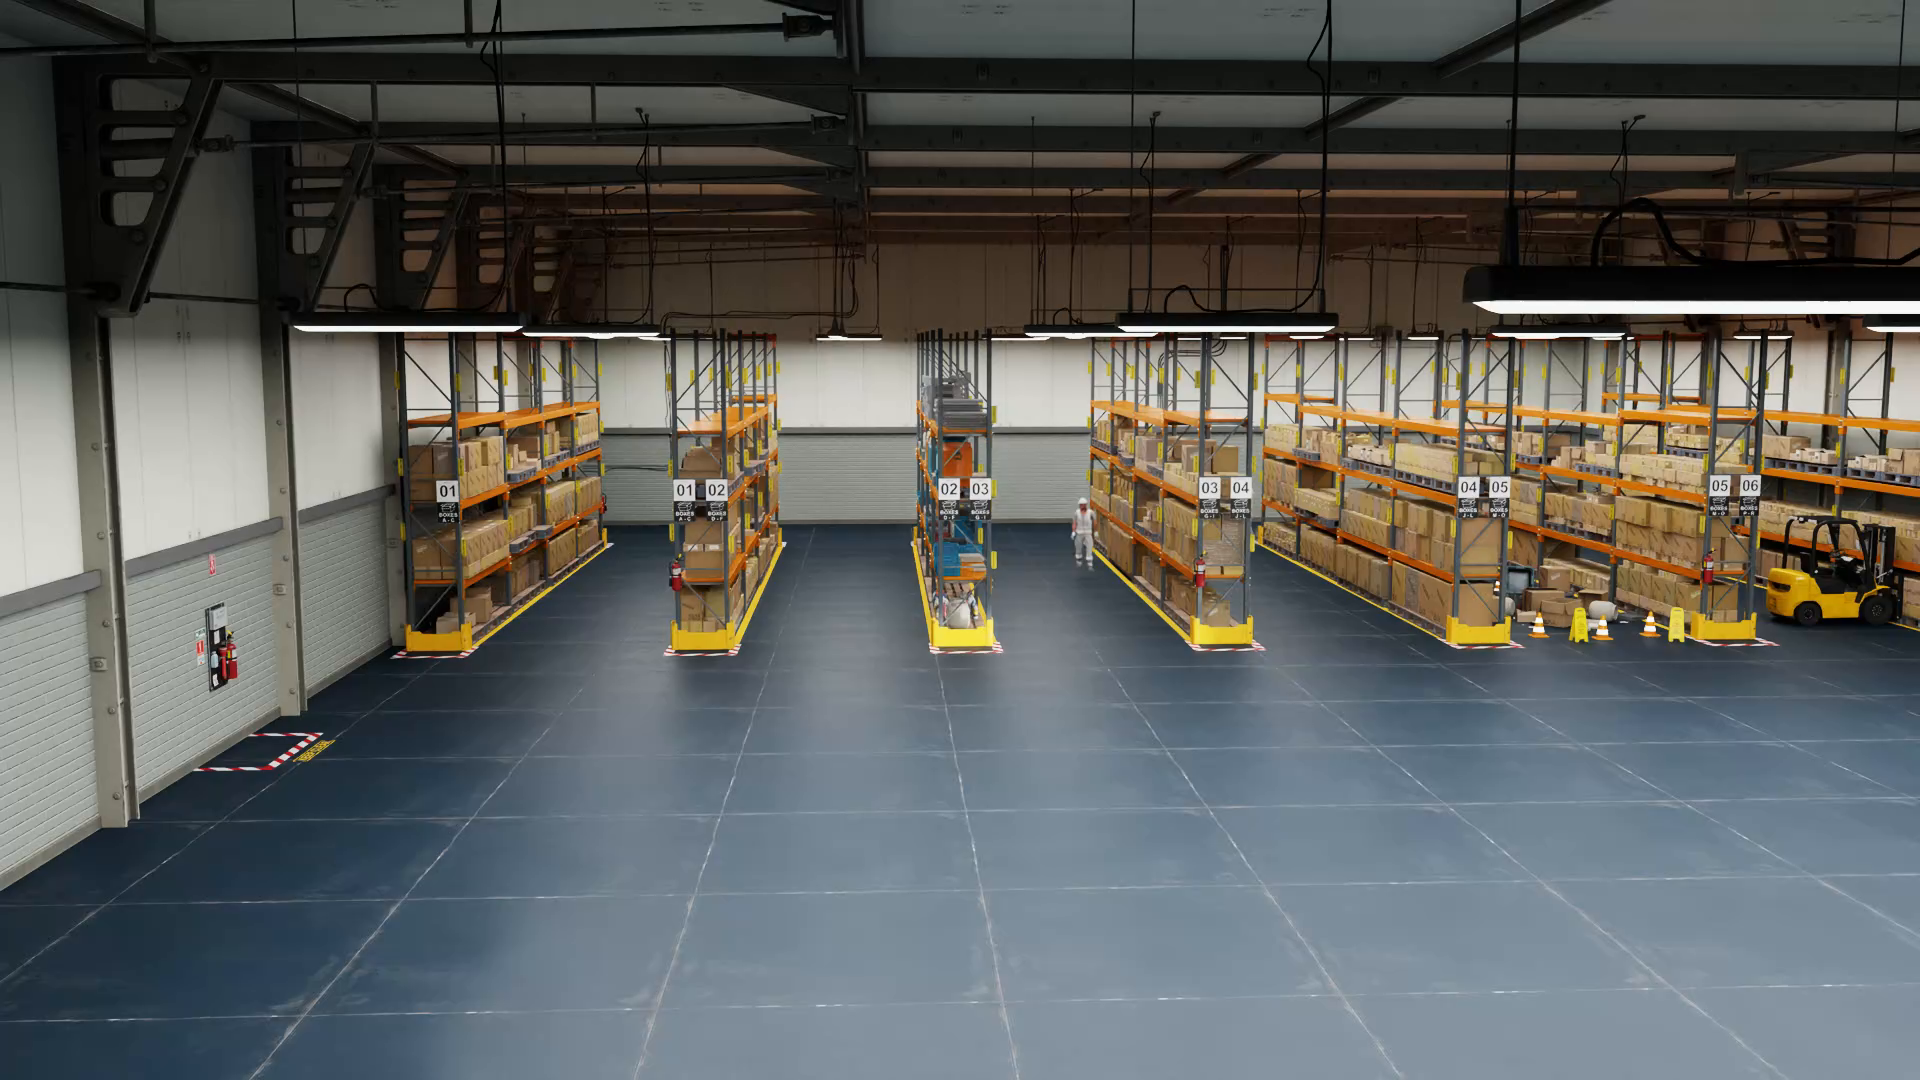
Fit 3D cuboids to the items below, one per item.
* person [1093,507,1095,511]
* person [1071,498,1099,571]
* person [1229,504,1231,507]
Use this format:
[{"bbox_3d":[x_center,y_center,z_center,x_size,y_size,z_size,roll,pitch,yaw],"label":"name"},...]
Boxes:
[{"bbox_3d":[4.199,-0.966,49.956,0.434,1.615,0.423,5,9,39],"label":"person"},{"bbox_3d":[3.011,-0.144,39.873,0.687,1.727,1.009,0,7,-4],"label":"person"},{"bbox_3d":[8.111,-0.917,48.989,0.932,1.744,0.731,0,7,-1],"label":"person"}]
